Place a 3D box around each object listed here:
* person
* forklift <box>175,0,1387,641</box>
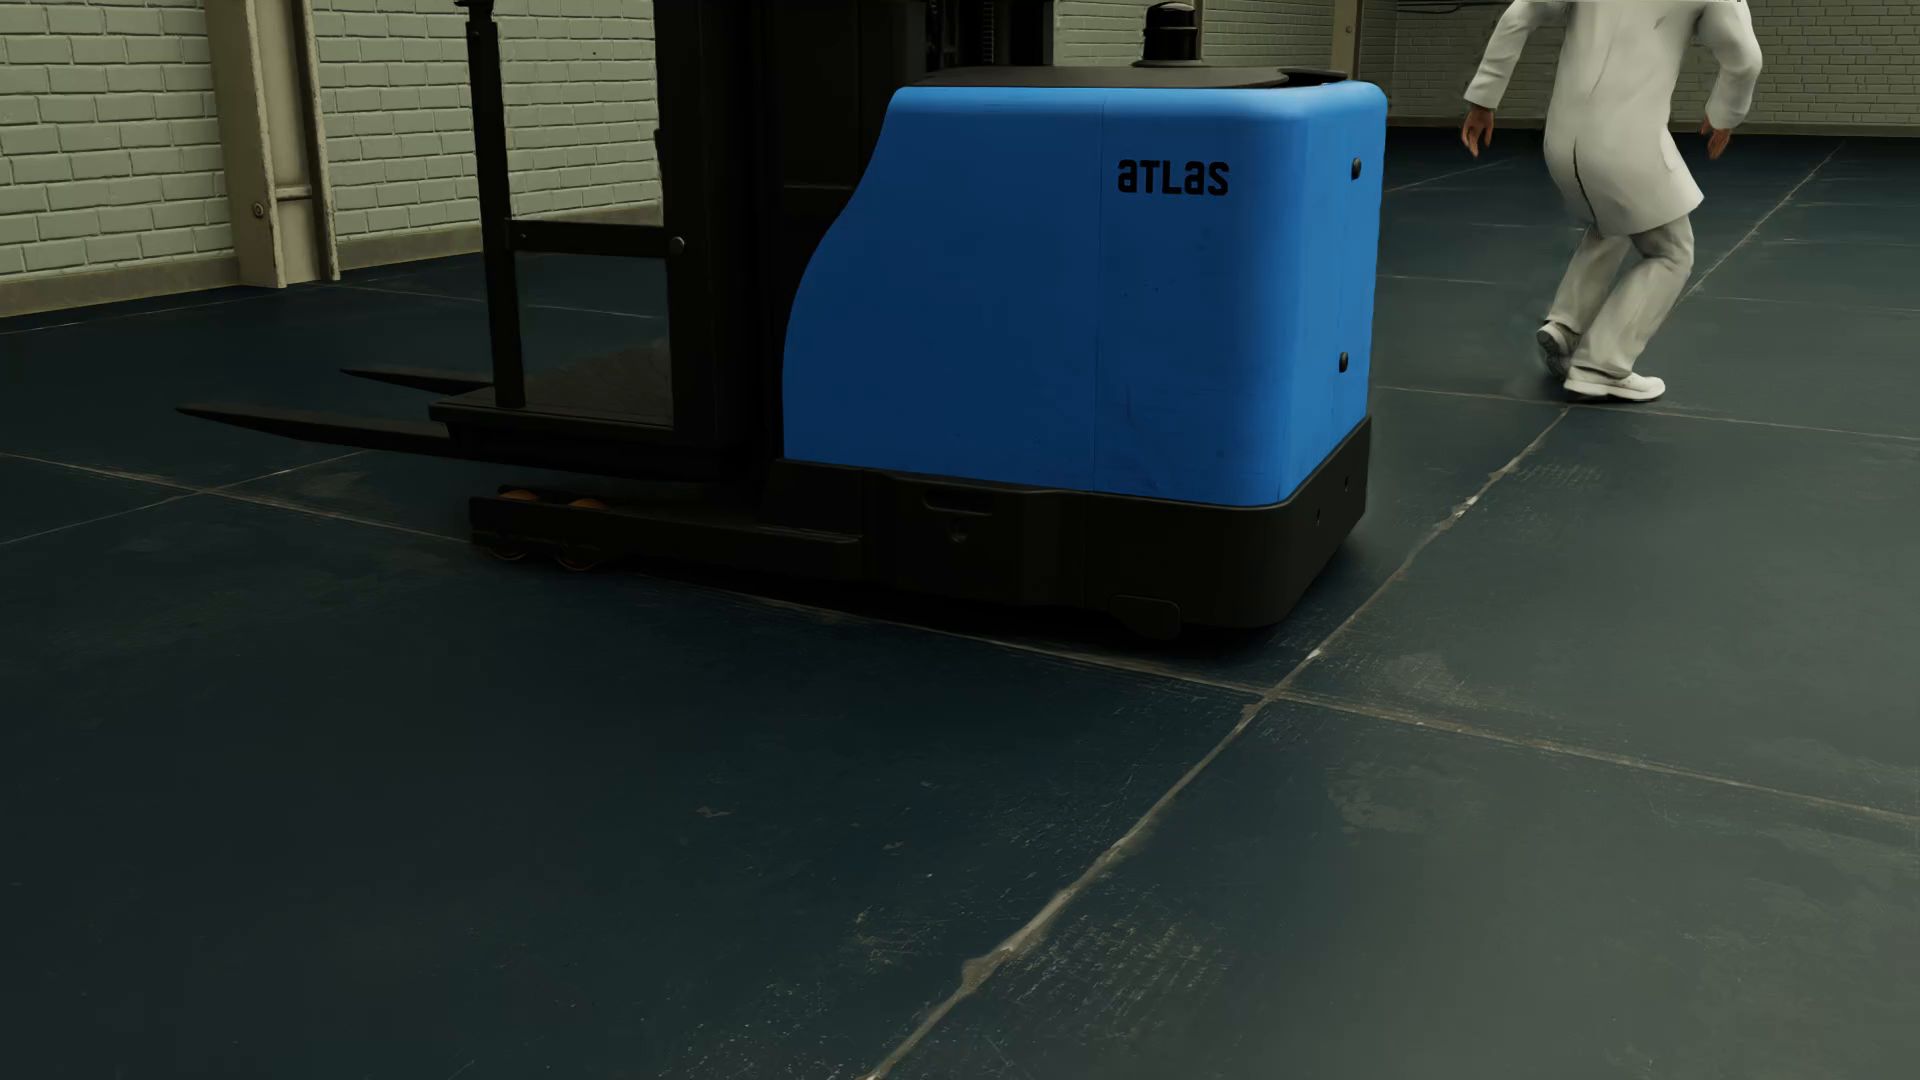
[{"bbox_3d":[2.189,-1.309,5.540,0.757,1.732,0.773,-11,20,-33],"label":"person"},{"bbox_3d":[-0.585,-1.462,3.817,3.031,2.935,1.130,7,18,22],"label":"forklift"}]
